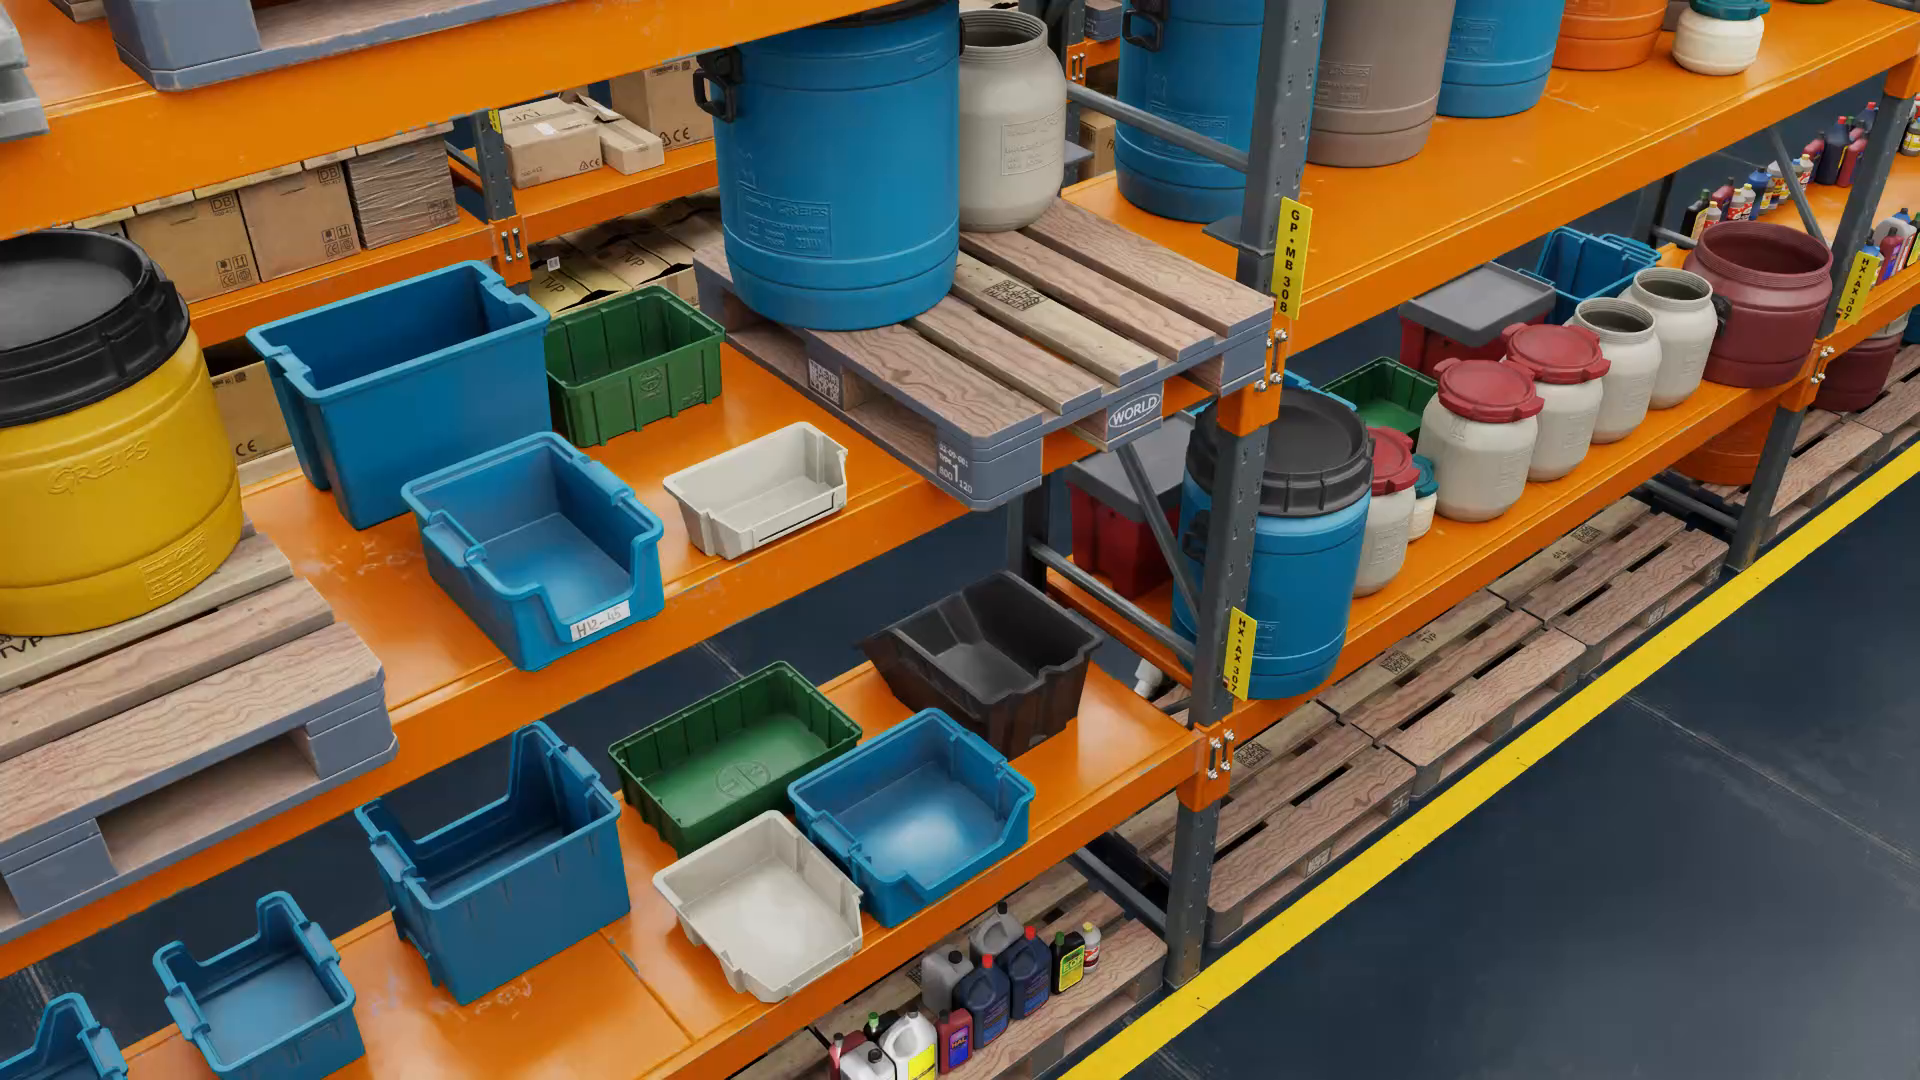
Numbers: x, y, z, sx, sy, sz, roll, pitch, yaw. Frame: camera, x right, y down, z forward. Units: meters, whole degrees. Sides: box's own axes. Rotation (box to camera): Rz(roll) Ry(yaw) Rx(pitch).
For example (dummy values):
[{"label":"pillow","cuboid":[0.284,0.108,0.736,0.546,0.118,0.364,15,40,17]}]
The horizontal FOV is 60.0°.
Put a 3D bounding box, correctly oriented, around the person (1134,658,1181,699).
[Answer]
[{"label":"person","cuboid":[1.085,0.270,7.336,0.829,0.942,0.458,-28,44,-32]}]
